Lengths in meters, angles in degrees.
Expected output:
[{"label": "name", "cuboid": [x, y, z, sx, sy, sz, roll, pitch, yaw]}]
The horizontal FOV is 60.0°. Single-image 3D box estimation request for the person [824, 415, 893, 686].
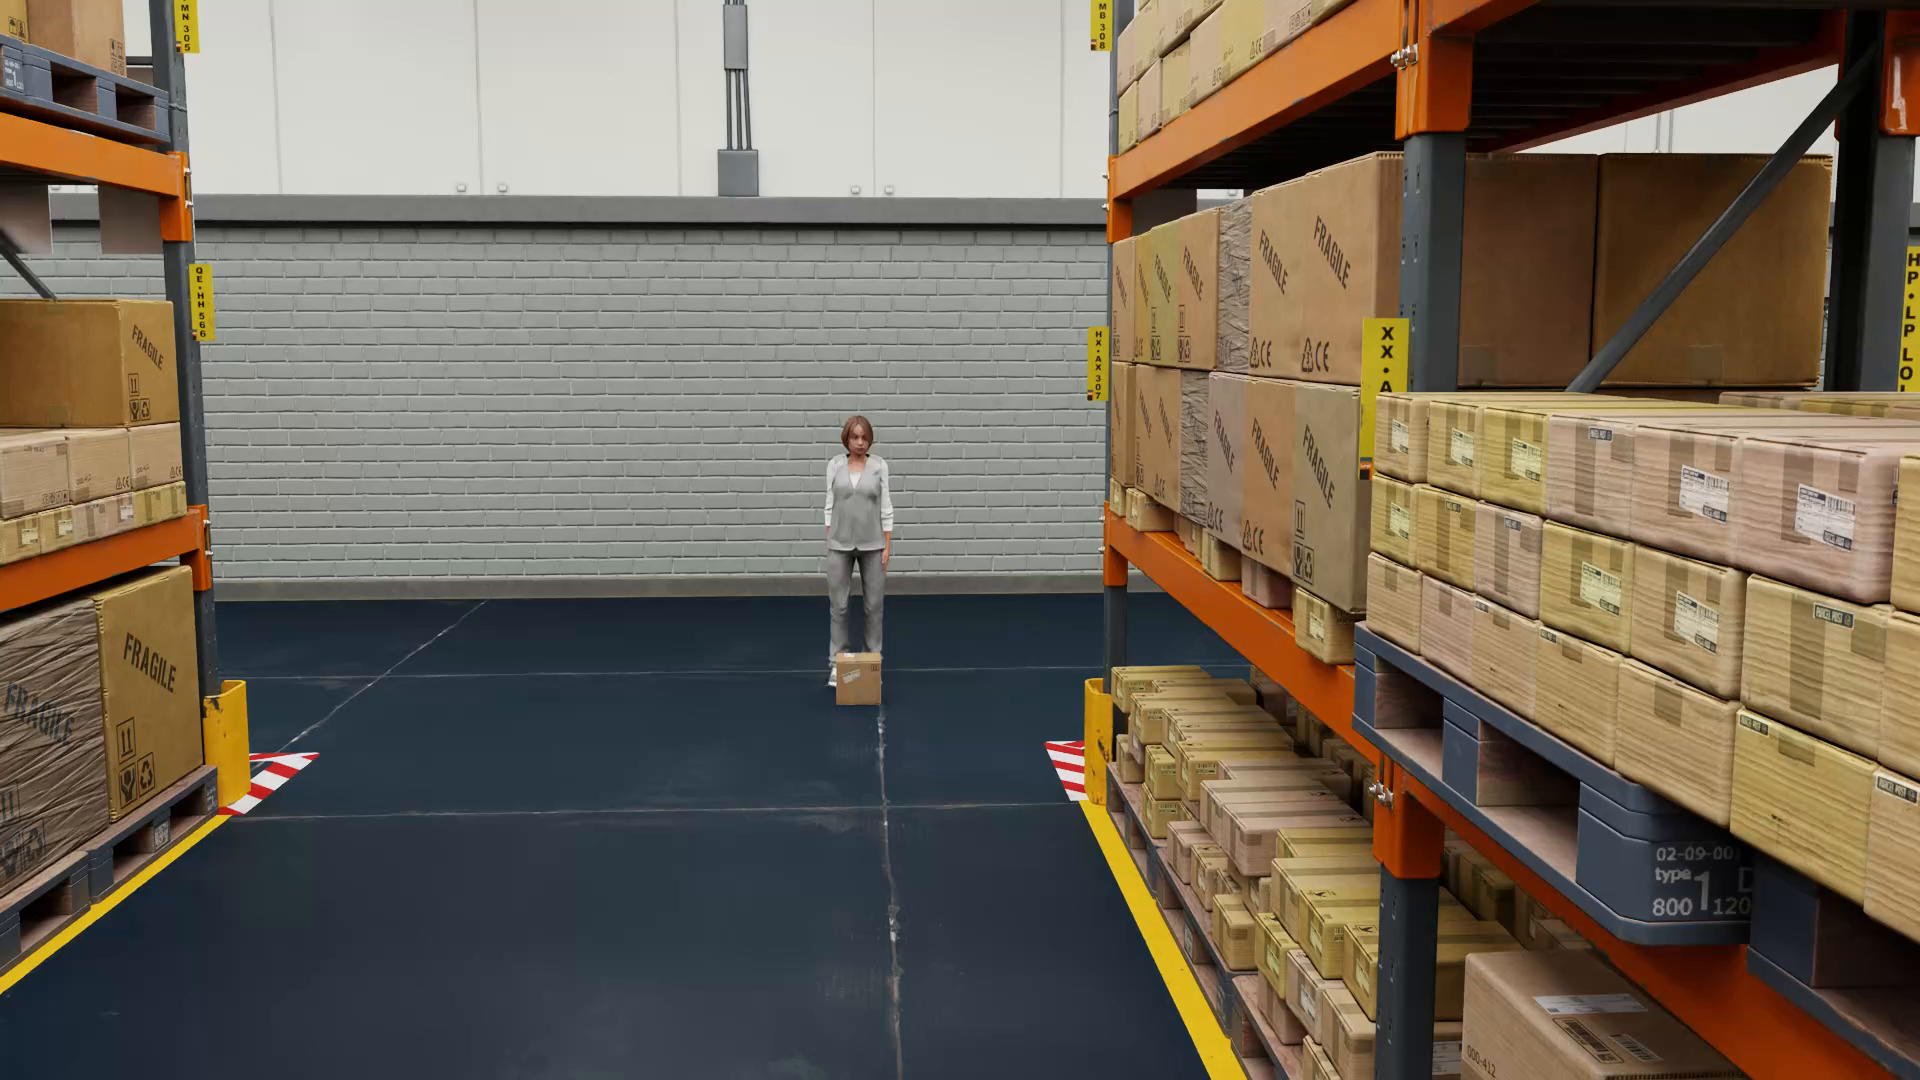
[{"label": "person", "cuboid": [-0.594, 0.064, 9.806, 0.405, 1.596, 0.304, 0, 7, -2]}]
